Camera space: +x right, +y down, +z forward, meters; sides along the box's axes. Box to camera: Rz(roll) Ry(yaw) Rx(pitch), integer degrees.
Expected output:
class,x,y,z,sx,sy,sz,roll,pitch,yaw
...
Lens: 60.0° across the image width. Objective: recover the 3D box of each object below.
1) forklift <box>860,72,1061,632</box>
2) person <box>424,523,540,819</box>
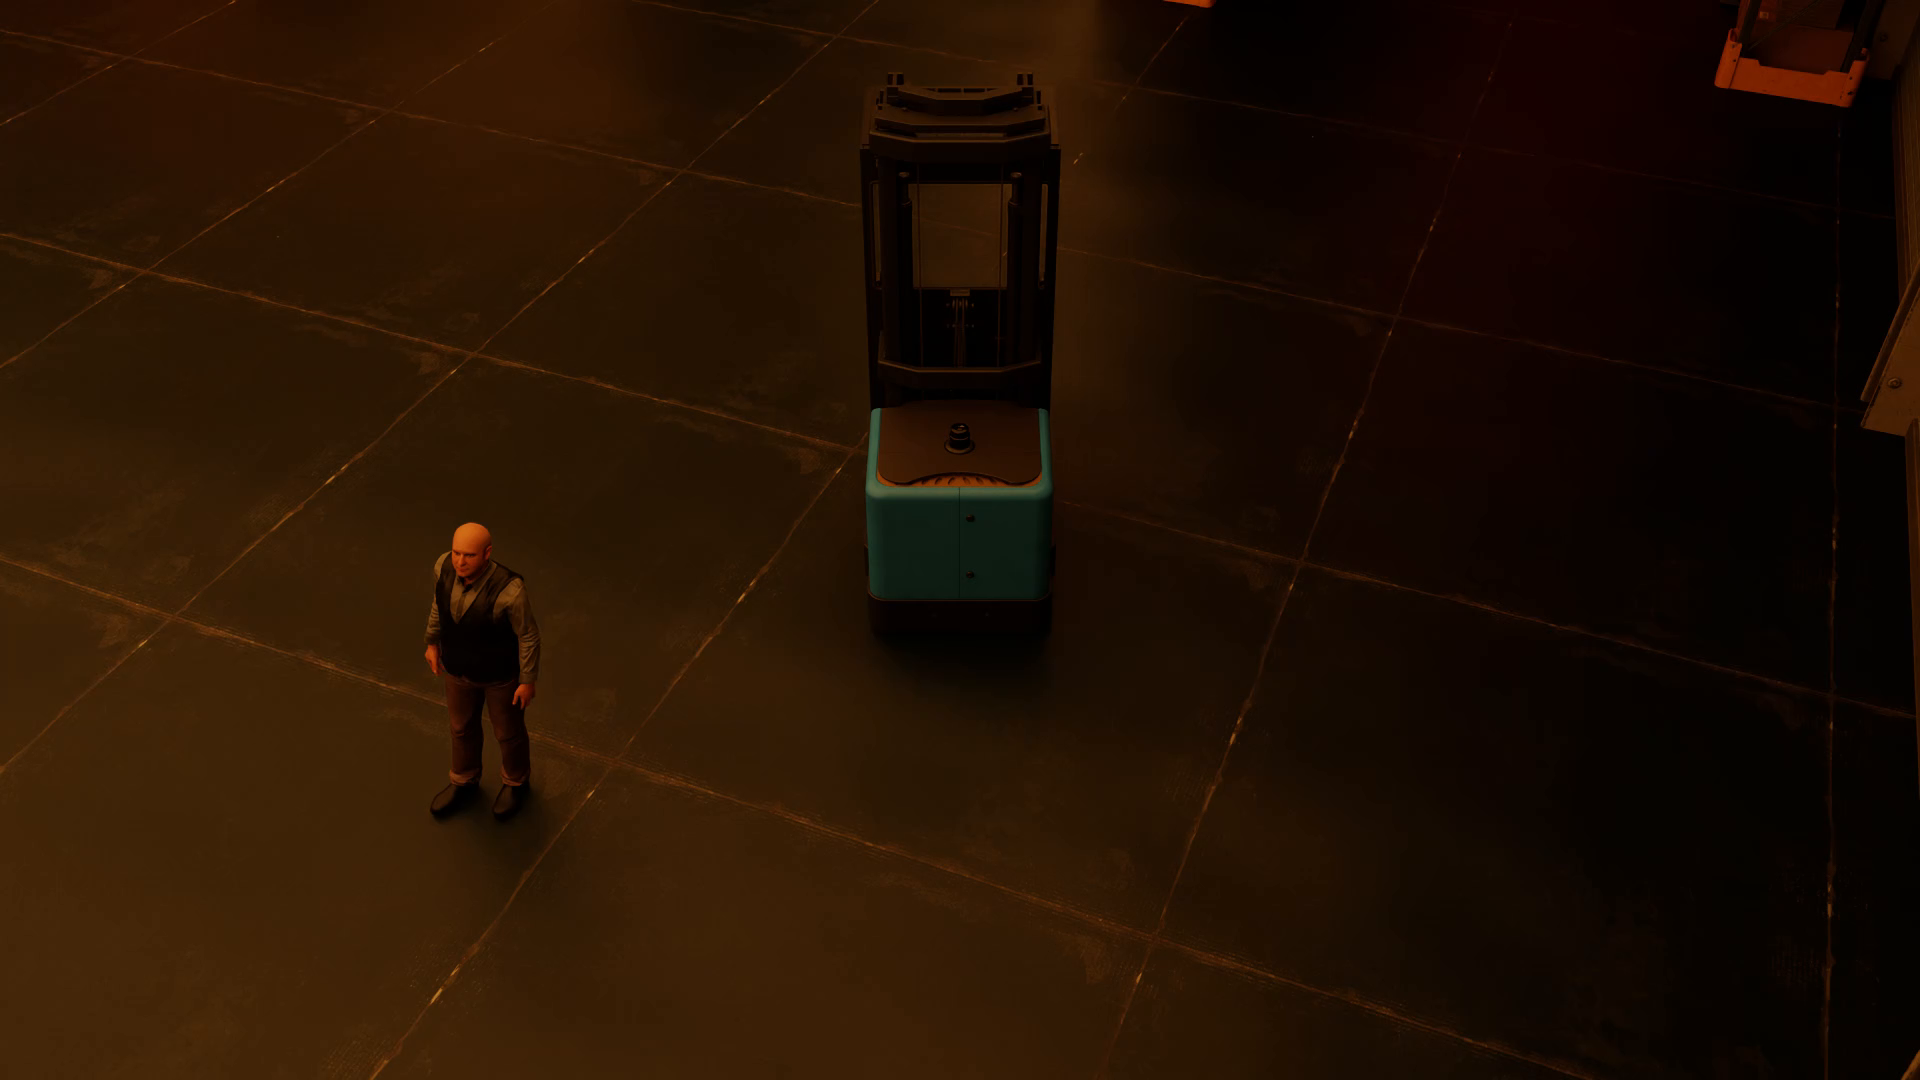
class,x,y,z,sx,sy,sz,roll,pitch,yaw
forklift,0.002,-1.515,9.816,1.130,2.935,3.031,0,40,0
person,-2.361,0.669,8.139,0.634,1.723,0.566,16,42,18
